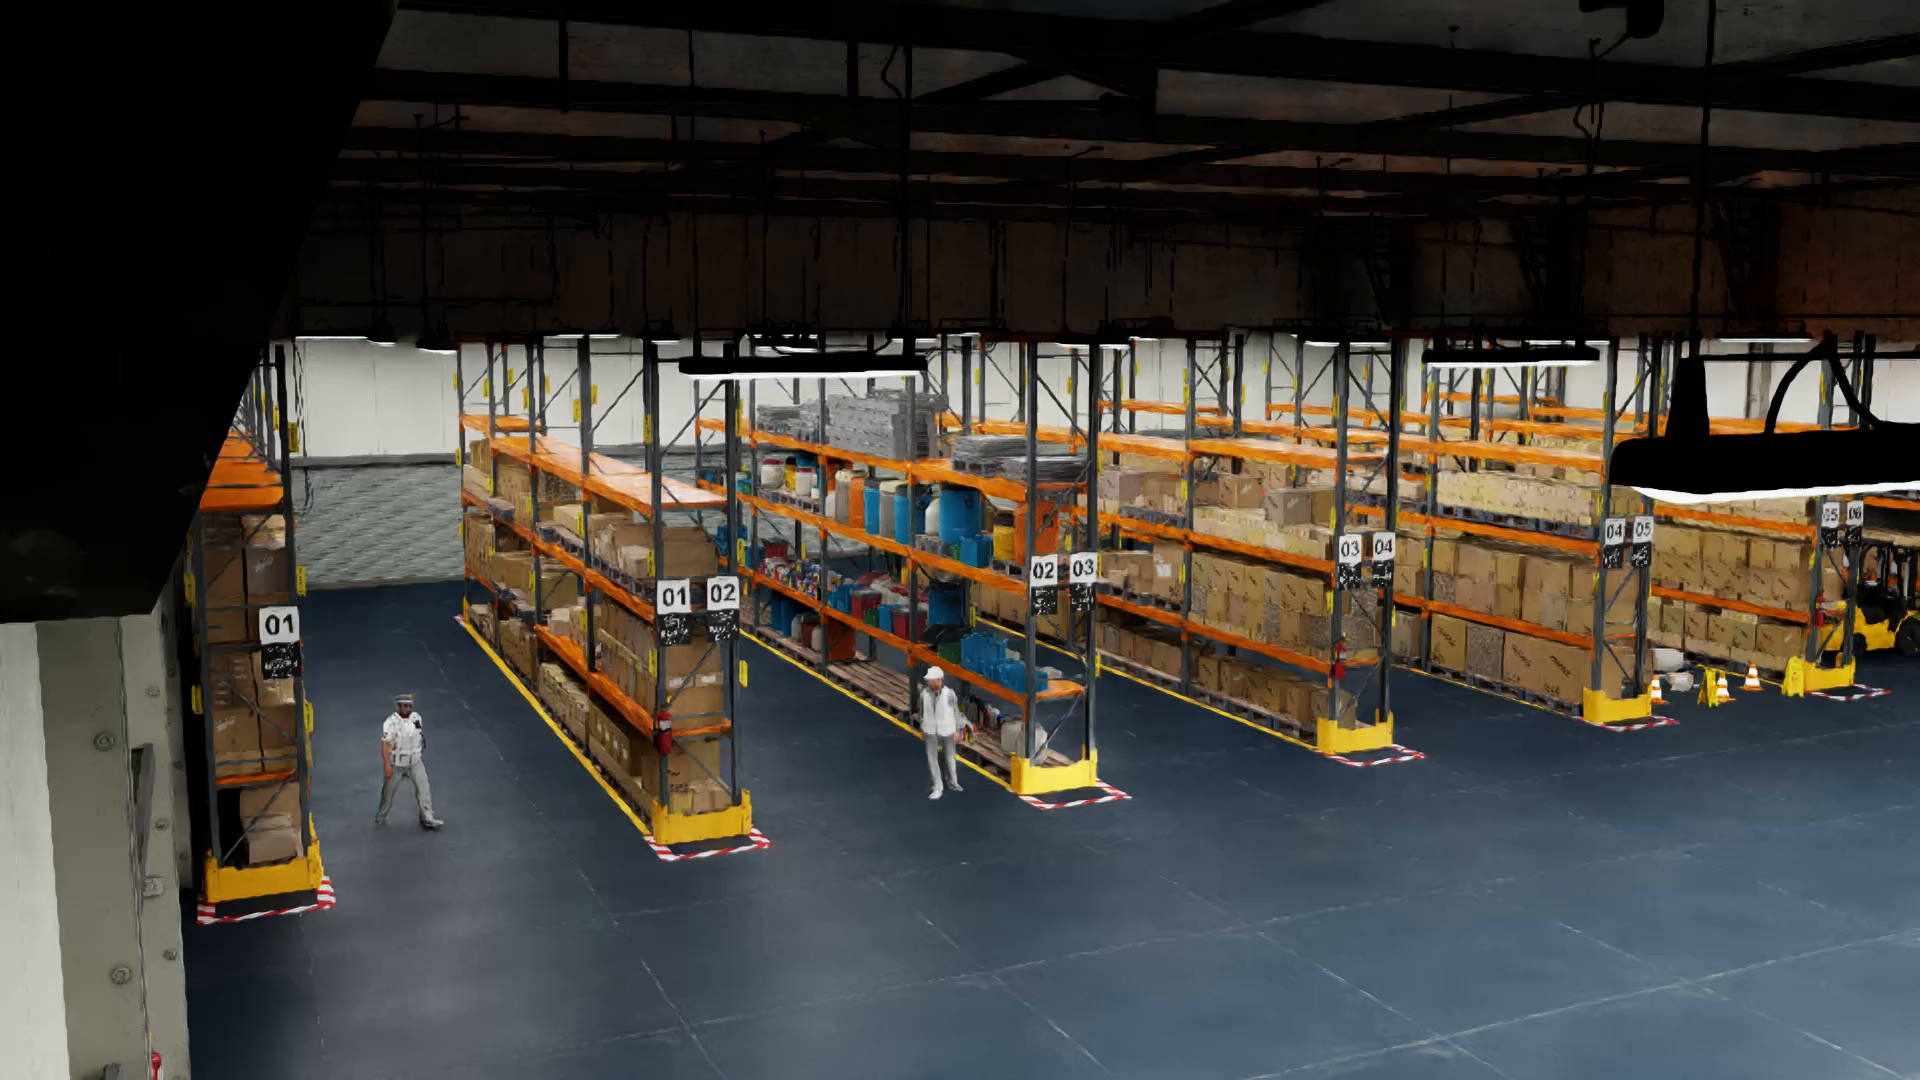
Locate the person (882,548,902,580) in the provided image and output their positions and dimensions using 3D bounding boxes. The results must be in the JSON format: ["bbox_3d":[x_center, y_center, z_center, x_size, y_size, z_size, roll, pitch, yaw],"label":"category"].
[{"bbox_3d":[-1.608,0.065,40.019,0.583,1.775,0.579,2,8,11],"label":"person"}]

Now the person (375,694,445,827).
[{"bbox_3d":[-6.884,2.724,20.603,0.976,1.710,0.585,7,10,42],"label":"person"}]

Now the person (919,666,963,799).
[{"bbox_3d":[-0.248,2.511,21.975,0.553,1.761,0.567,2,8,12],"label":"person"}]
